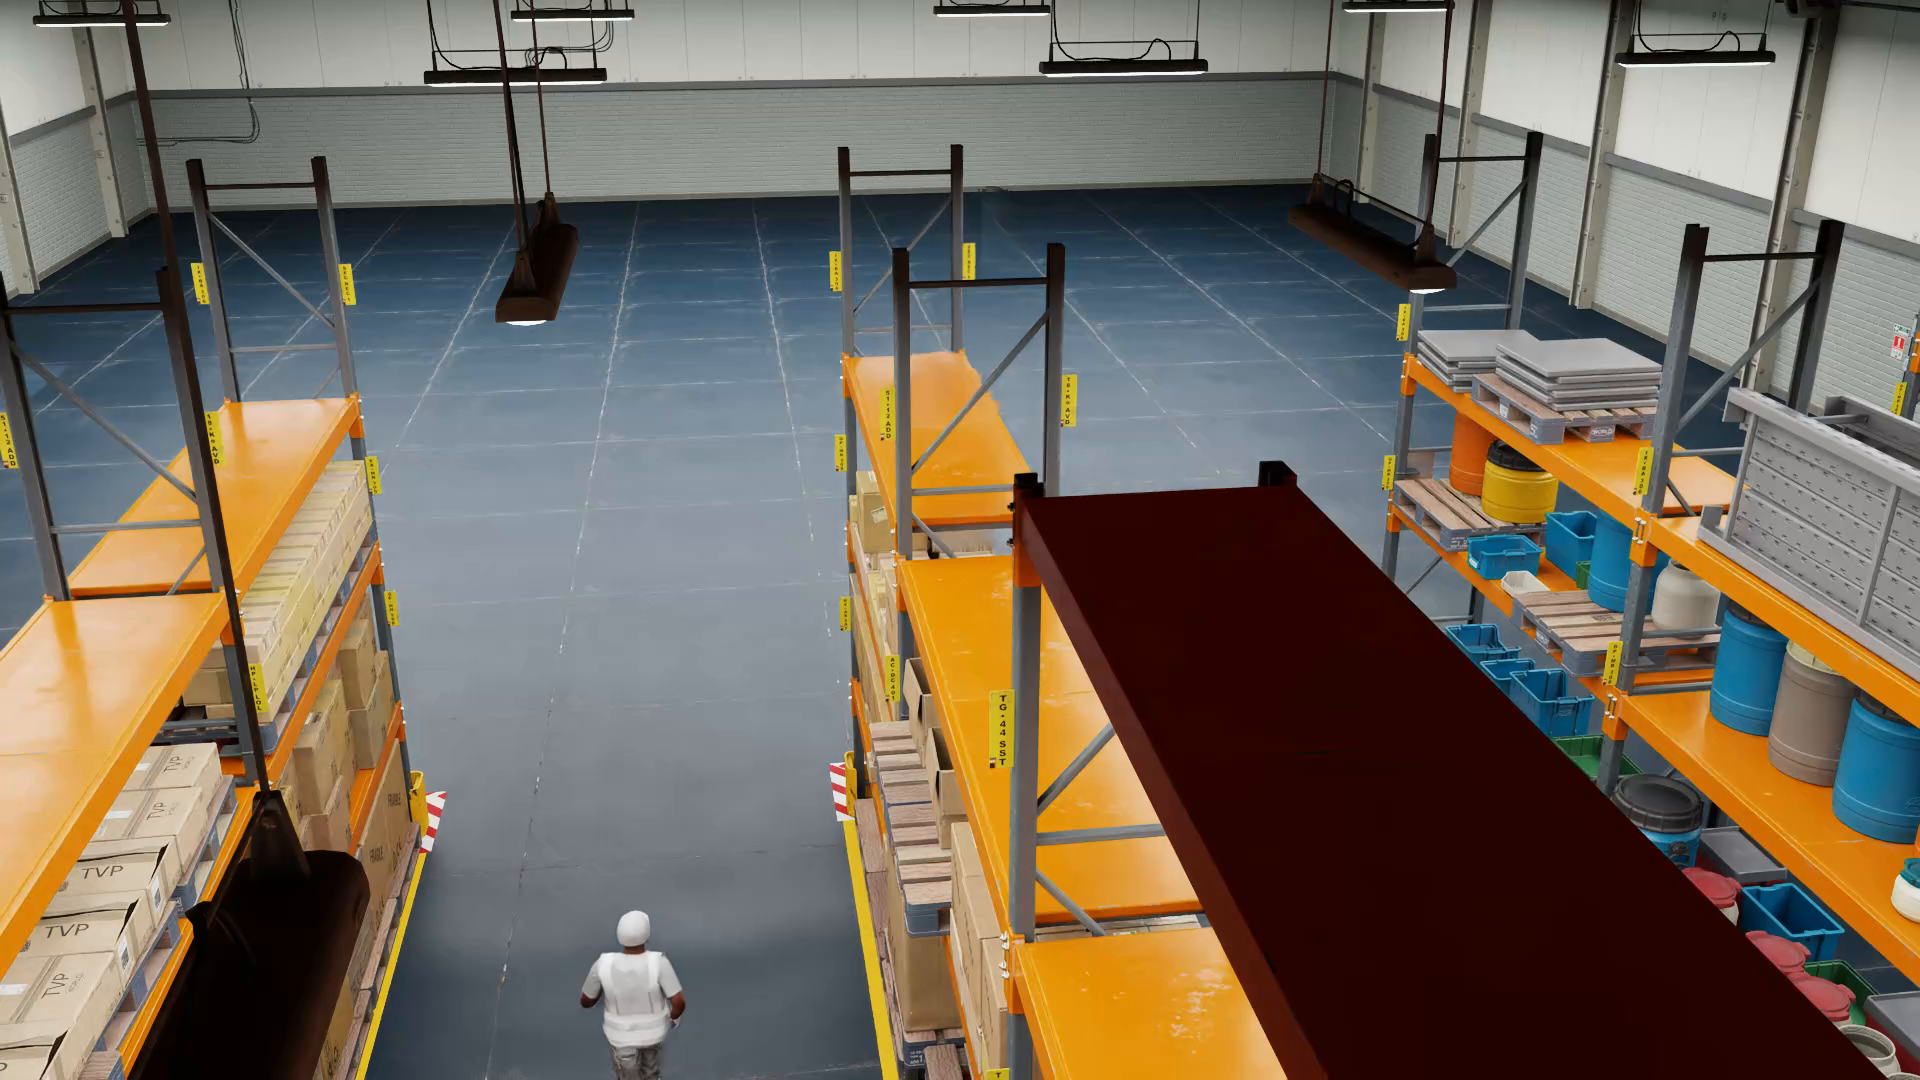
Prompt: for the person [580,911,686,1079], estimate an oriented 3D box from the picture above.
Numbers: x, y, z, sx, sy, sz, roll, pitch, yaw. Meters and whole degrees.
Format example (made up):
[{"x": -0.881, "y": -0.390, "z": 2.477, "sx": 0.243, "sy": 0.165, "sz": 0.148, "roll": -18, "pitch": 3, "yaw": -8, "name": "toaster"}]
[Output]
[{"x": -2.125, "y": 3.188, "z": 10.875, "sx": 0.665, "sy": 1.666, "sz": 0.928, "roll": -5, "pitch": 22, "yaw": -12, "name": "person"}]
